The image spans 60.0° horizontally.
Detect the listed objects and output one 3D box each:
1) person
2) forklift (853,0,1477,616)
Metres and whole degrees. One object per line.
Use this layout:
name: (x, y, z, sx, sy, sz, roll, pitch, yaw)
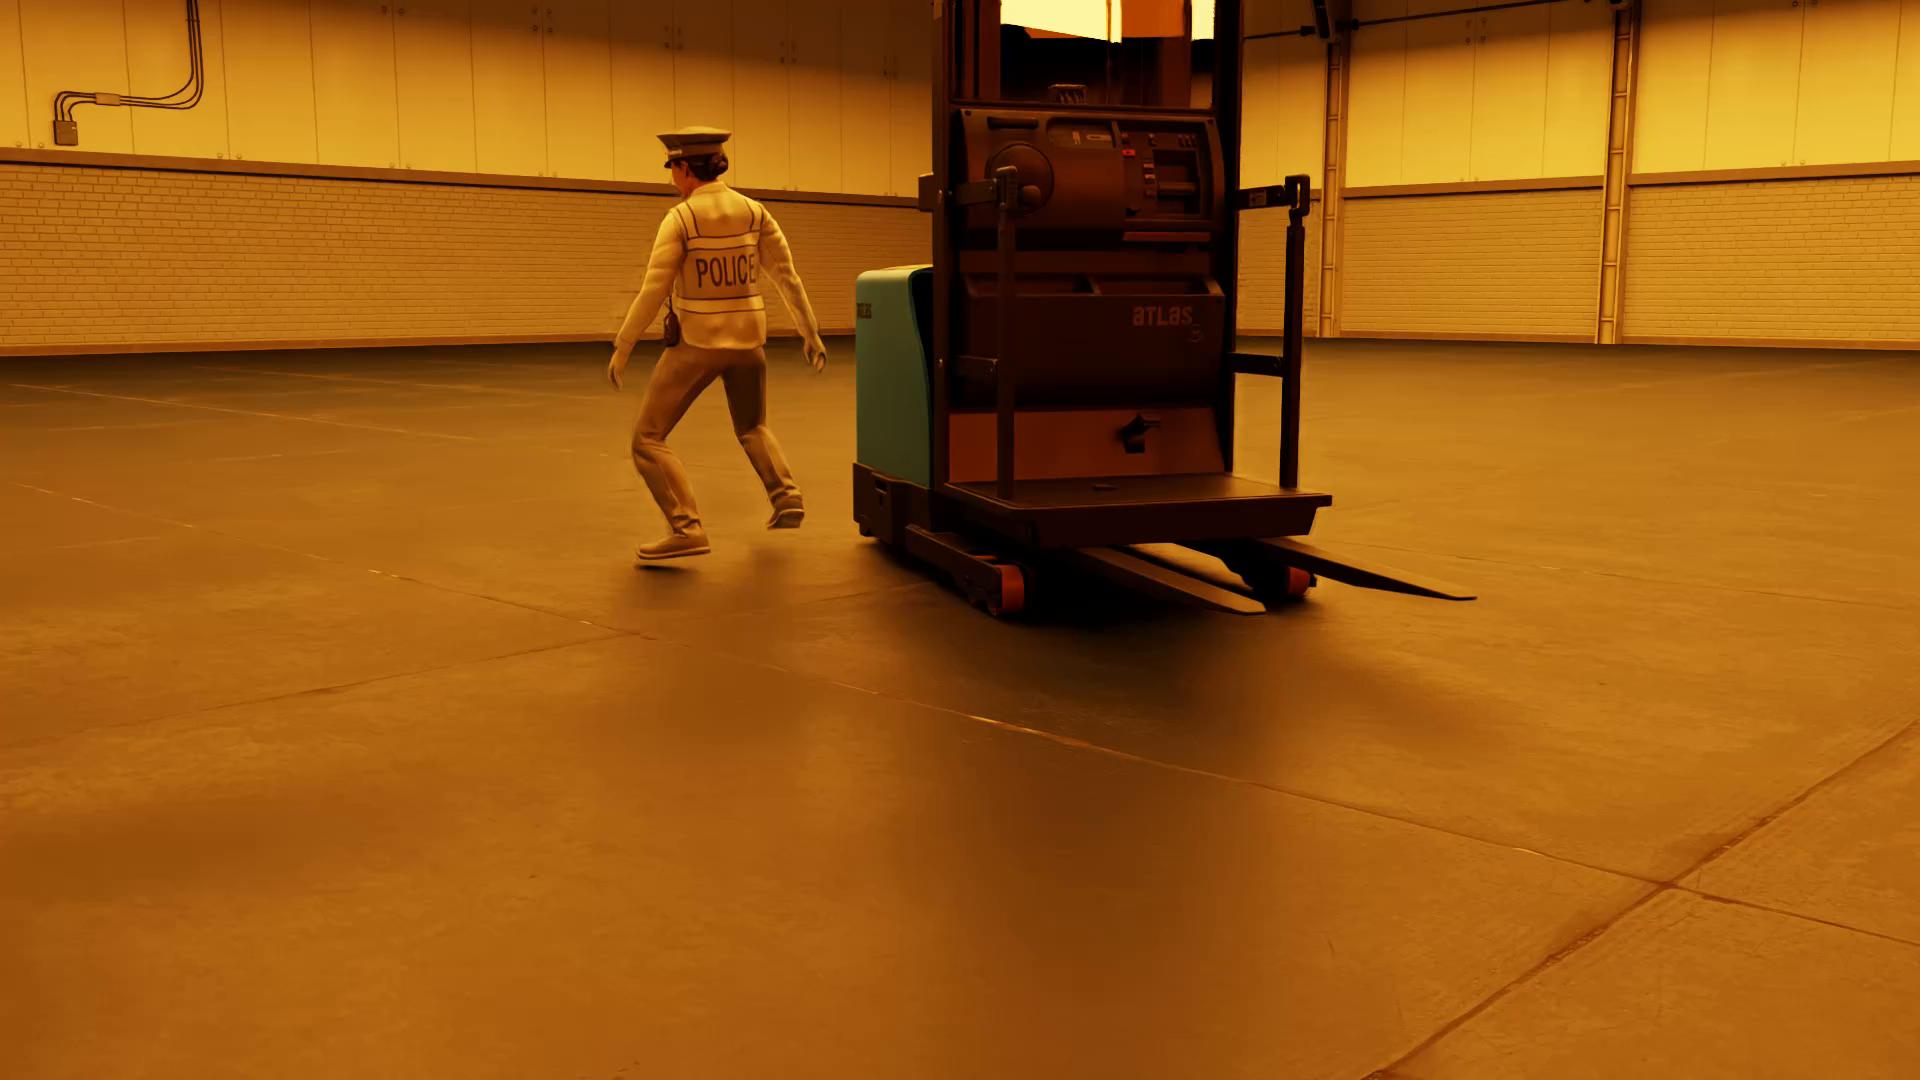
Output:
person: (-0.893, -0.736, 6.184, 0.829, 1.563, 0.478, -6, 10, -34)
forklift: (0.522, -1.280, 5.376, 1.130, 2.935, 3.031, -3, 9, -19)
